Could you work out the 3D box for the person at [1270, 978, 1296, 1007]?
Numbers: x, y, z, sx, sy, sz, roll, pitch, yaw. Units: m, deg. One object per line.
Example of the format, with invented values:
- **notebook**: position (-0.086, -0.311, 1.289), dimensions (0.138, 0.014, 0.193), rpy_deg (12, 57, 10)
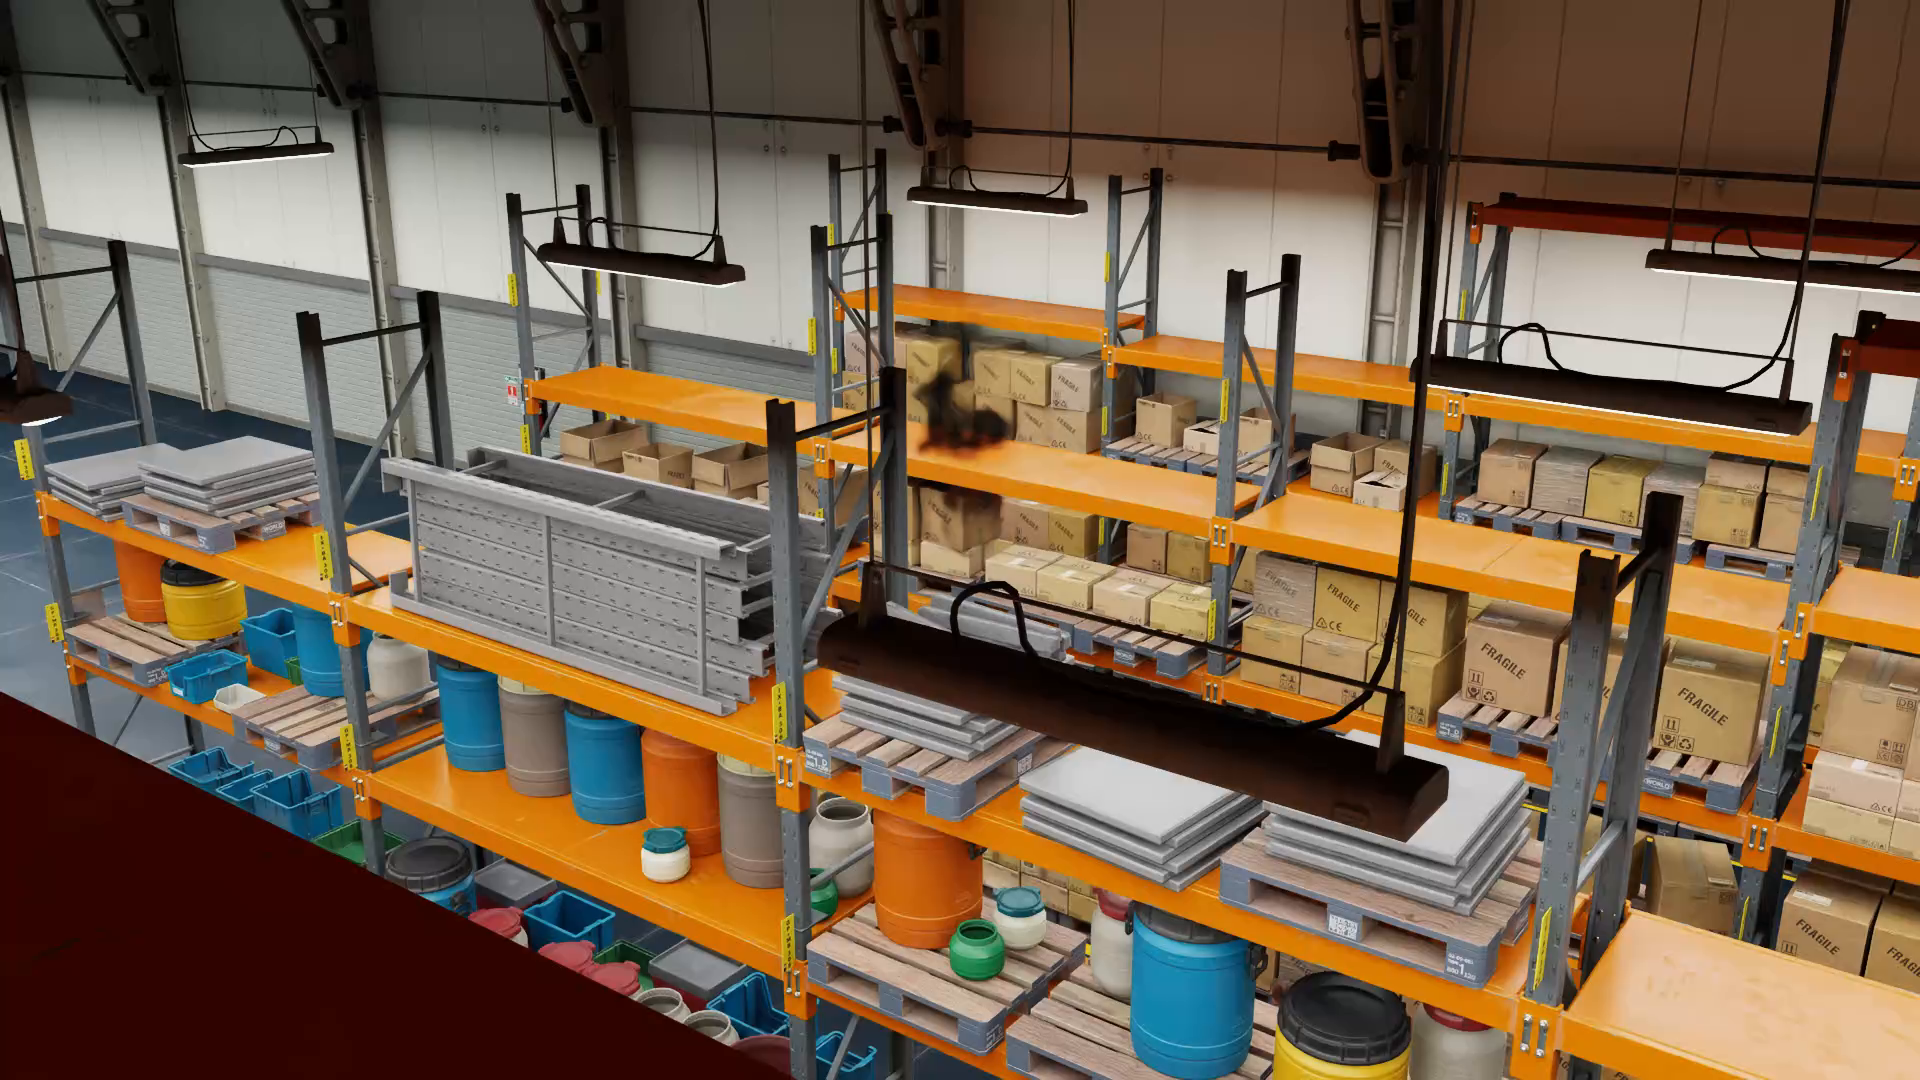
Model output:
- **person**: position (2.210, 3.712, 11.442), dimensions (0.887, 1.585, 0.538), rpy_deg (10, 21, 27)
